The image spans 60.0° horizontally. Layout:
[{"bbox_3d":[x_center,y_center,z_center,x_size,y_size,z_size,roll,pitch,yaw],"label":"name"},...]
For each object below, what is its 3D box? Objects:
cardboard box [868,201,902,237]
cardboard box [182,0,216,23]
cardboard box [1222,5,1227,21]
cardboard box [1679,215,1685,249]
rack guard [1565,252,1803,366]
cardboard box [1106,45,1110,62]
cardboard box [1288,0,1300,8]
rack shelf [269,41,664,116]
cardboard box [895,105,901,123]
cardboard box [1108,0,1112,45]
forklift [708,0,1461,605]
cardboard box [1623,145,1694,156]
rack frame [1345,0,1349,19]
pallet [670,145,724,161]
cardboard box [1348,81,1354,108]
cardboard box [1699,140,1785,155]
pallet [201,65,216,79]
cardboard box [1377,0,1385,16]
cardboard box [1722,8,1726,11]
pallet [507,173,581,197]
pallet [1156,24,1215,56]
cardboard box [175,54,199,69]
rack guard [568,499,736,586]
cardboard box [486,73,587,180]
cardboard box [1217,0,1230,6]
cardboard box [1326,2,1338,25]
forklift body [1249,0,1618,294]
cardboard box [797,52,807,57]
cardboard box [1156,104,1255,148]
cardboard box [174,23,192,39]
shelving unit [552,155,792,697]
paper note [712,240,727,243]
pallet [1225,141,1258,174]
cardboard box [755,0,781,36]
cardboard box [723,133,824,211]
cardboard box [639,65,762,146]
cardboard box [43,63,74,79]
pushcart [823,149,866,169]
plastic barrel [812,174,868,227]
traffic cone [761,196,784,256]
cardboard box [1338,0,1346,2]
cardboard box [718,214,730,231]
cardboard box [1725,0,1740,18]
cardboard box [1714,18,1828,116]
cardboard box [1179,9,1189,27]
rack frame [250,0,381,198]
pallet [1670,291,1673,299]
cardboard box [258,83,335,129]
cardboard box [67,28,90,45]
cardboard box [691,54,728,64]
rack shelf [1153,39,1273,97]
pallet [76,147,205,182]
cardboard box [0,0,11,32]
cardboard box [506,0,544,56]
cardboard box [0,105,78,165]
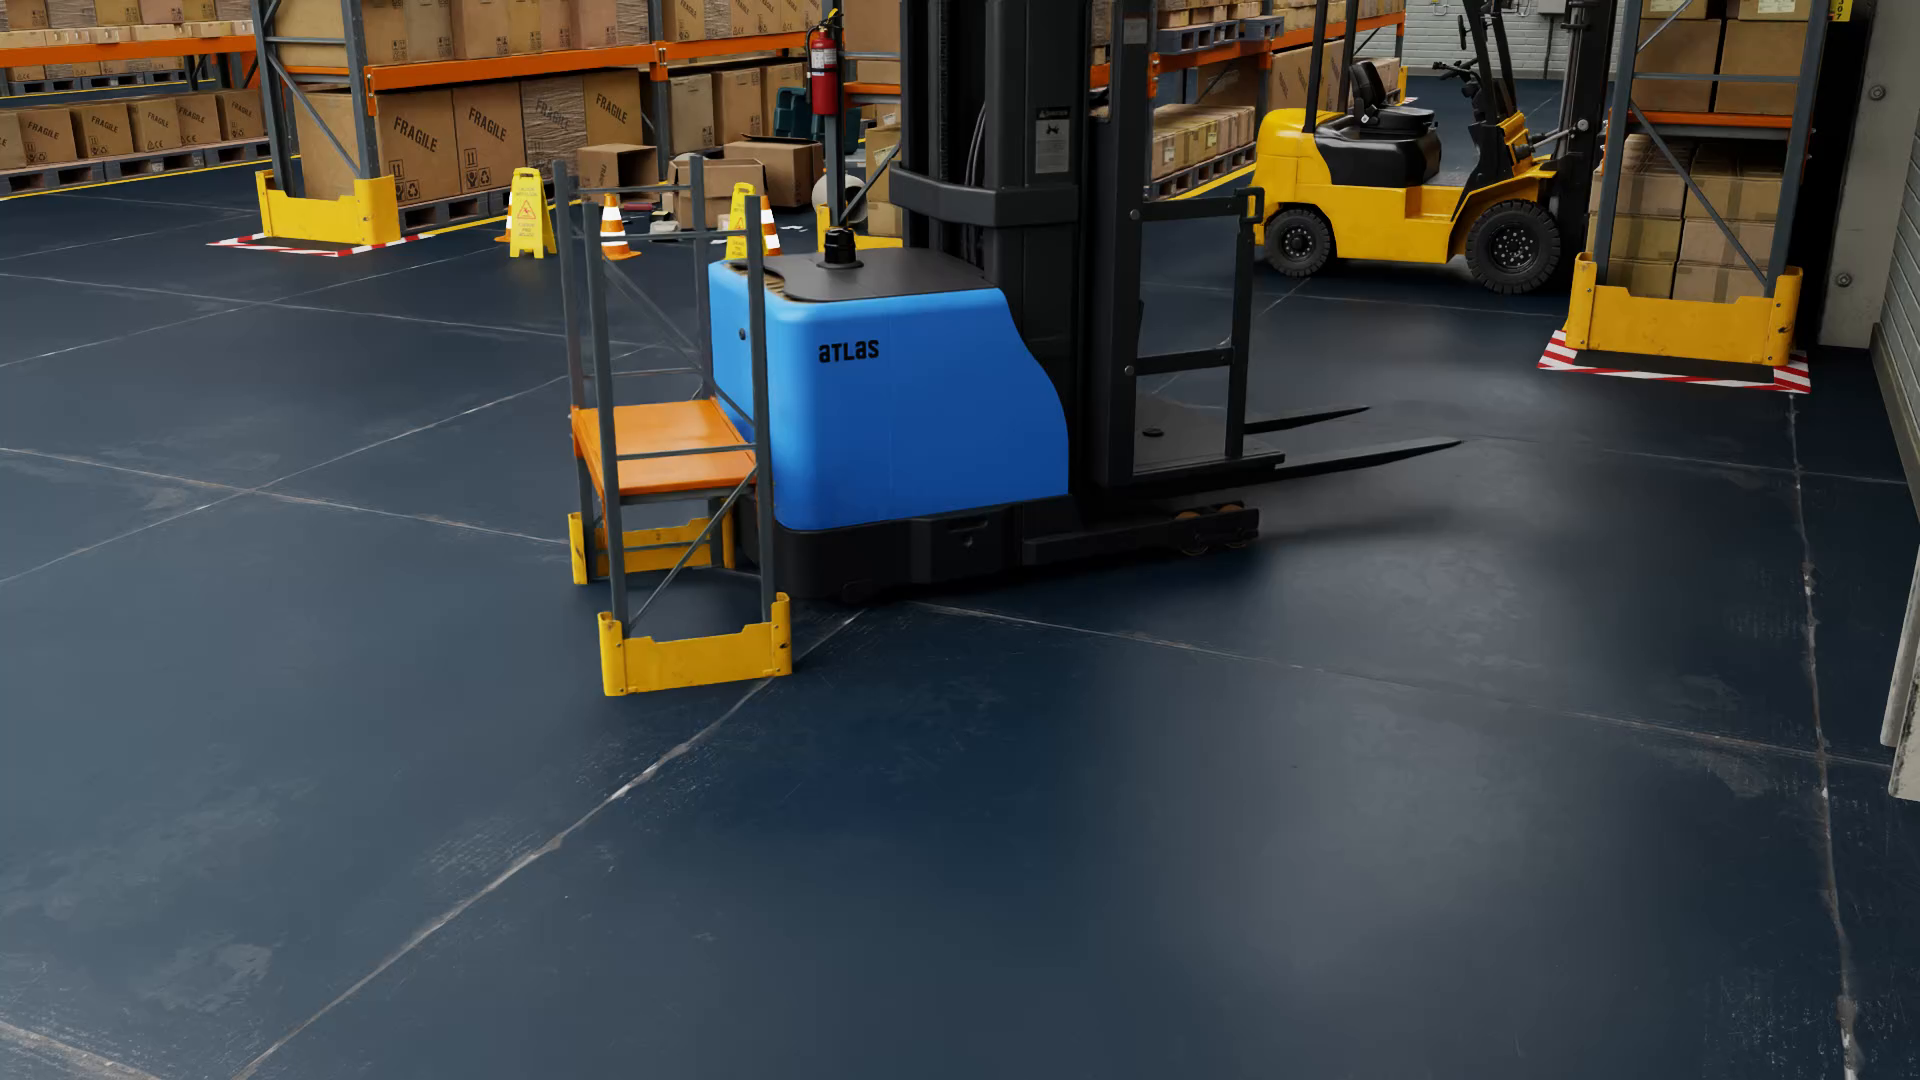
[{"bbox_3d":[-0.339,-2.376,12.151,0.500,0.250,0.500,8,21,22],"label":"cardboard box"},{"bbox_3d":[-8.315,-5.675,17.358,0.875,0.500,0.500,9,21,23],"label":"cardboard box"},{"bbox_3d":[2.360,-5.091,16.055,0.380,0.149,0.250,8,21,21],"label":"cardboard box"},{"bbox_3d":[4.225,-1.984,10.302,0.500,0.250,0.500,8,21,22],"label":"cardboard box"},{"bbox_3d":[4.086,-1.318,9.428,1.175,0.500,0.348,9,21,23],"label":"rack guard"},{"bbox_3d":[1.076,-4.001,13.617,0.380,0.149,0.250,9,21,23],"label":"cardboard box"},{"bbox_3d":[3.487,-6.072,18.544,0.500,0.250,0.500,9,22,24],"label":"cardboard box"},{"bbox_3d":[-4.173,-4.103,14.604,1.077,0.370,4.000,9,21,23],"label":"rack shelf"},{"bbox_3d":[-0.255,-3.146,12.228,0.380,0.149,0.250,9,22,24],"label":"cardboard box"},{"bbox_3d":[1.044,-4.264,13.390,0.500,0.500,0.500,9,22,25],"label":"cardboard box"},{"bbox_3d":[0.588,-1.472,6.233,3.031,2.935,1.130,-9,21,-23],"label":"forklift"},{"bbox_3d":[4.401,-2.372,10.647,0.500,0.250,0.500,9,21,23],"label":"cardboard box"},{"bbox_3d":[4.480,-6.851,21.256,1.000,3.000,0.127,9,21,23],"label":"rack frame"},{"bbox_3d":[-3.106,-3.986,17.362,1.003,0.211,1.213,9,21,23],"label":"pallet"},{"bbox_3d":[4.835,-6.019,22.114,0.875,0.438,0.875,8,21,22],"label":"cardboard box"},{"bbox_3d":[5.097,-2.457,10.887,0.500,0.250,0.500,8,21,22],"label":"cardboard box"},{"bbox_3d":[-13.315,-8.467,29.962,1.003,0.211,1.213,9,21,23],"label":"pallet"},{"bbox_3d":[5.541,-7.468,22.841,0.500,0.500,0.500,9,22,24],"label":"cardboard box"},{"bbox_3d":[4.684,-3.206,10.857,0.500,0.500,0.500,9,21,23],"label":"cardboard box"},{"bbox_3d":[-3.736,-3.518,16.047,1.003,0.211,1.213,9,21,23],"label":"pallet"},{"bbox_3d":[1.649,-4.529,15.013,1.003,0.211,1.213,9,21,23],"label":"pallet"},{"bbox_3d":[-13.538,-8.411,28.716,0.500,0.500,0.500,8,21,22],"label":"cardboard box"},{"bbox_3d":[-1.121,0.006,6.079,0.587,0.250,0.087,-6,20,-17],"label":"rack guard"},{"bbox_3d":[-4.041,-3.792,15.199,0.875,0.875,0.875,9,21,23],"label":"cardboard box"},{"bbox_3d":[2.277,-5.356,15.831,0.500,0.500,0.500,8,21,20],"label":"cardboard box"},{"bbox_3d":[4.316,-6.453,20.361,0.500,0.250,0.500,8,21,22],"label":"cardboard box"},{"bbox_3d":[3.208,-2.933,11.506,2.313,2.155,1.214,9,21,23],"label":"forklift body"},{"bbox_3d":[-1.675,-5.895,20.553,0.500,0.250,0.500,8,21,21],"label":"cardboard box"},{"bbox_3d":[2.601,-4.417,17.706,0.950,0.372,0.625,7,21,19],"label":"cardboard box"},{"bbox_3d":[-8.149,-5.247,17.122,0.380,0.149,0.250,9,21,23],"label":"cardboard box"},{"bbox_3d":[-0.971,-0.424,5.422,0.587,1.500,1.083,-6,20,-17],"label":"shelving unit"},{"bbox_3d":[-1.863,-2.346,13.020,0.148,0.019,0.142,1,20,4],"label":"paper note"},{"bbox_3d":[2.520,-4.076,17.614,1.003,0.211,1.213,9,21,23],"label":"pallet"},{"bbox_3d":[-2.271,-5.687,17.834,0.500,0.500,0.500,9,21,24],"label":"cardboard box"},{"bbox_3d":[-1.649,-3.242,14.631,0.797,0.637,0.503,9,21,23],"label":"cardboard box"},{"bbox_3d":[-2.783,-4.688,17.905,1.050,0.750,0.750,9,21,23],"label":"cardboard box"},{"bbox_3d":[-14.579,-7.639,26.545,0.500,0.500,0.500,8,21,21],"label":"cardboard box"},{"bbox_3d":[-0.897,-3.468,15.656,1.648,0.377,0.936,1,20,4],"label":"pushcart"},{"bbox_3d":[-0.970,-2.808,13.733,0.421,0.421,0.512,-9,22,-24],"label":"plastic barrel"},{"bbox_3d":[-1.435,-2.296,12.234,0.336,0.463,0.334,9,21,23],"label":"traffic cone"},{"bbox_3d":[4.521,-6.848,20.725,0.500,0.250,0.500,9,21,23],"label":"cardboard box"},{"bbox_3d":[-1.741,-2.517,13.325,0.250,0.149,0.380,-14,24,-33],"label":"cardboard box"},{"bbox_3d":[4.514,-3.008,9.332,0.380,0.149,0.250,9,21,23],"label":"cardboard box"},{"bbox_3d":[4.552,-2.663,9.332,0.500,0.500,0.500,9,22,24],"label":"cardboard box"},{"bbox_3d":[1.829,-4.686,14.916,0.380,0.149,0.250,9,21,24],"label":"cardboard box"},{"bbox_3d":[-4.992,-3.831,12.764,1.000,3.000,0.127,9,21,23],"label":"rack frame"},{"bbox_3d":[4.371,-1.429,10.170,1.003,0.211,1.213,9,21,23],"label":"pallet"},{"bbox_3d":[-7.566,-4.980,19.068,0.700,0.500,0.500,7,21,19],"label":"cardboard box"},{"bbox_3d":[-8.635,-4.862,16.037,0.380,0.149,0.250,9,21,23],"label":"cardboard box"},{"bbox_3d":[-4.218,-7.598,25.902,0.875,0.875,0.875,9,21,23],"label":"cardboard box"},{"bbox_3d":[2.023,-4.678,16.219,1.077,0.370,4.000,9,21,23],"label":"rack shelf"},{"bbox_3d":[-8.578,-3.867,17.027,1.003,0.211,1.213,9,21,23],"label":"pallet"},{"bbox_3d":[-9.225,-4.894,15.161,0.875,0.500,0.500,9,21,23],"label":"cardboard box"},{"bbox_3d":[-4.152,-4.514,14.461,0.875,0.550,0.500,9,21,23],"label":"cardboard box"},{"bbox_3d":[-8.991,-3.939,16.171,0.500,0.500,0.500,15,25,37],"label":"cardboard box"}]
